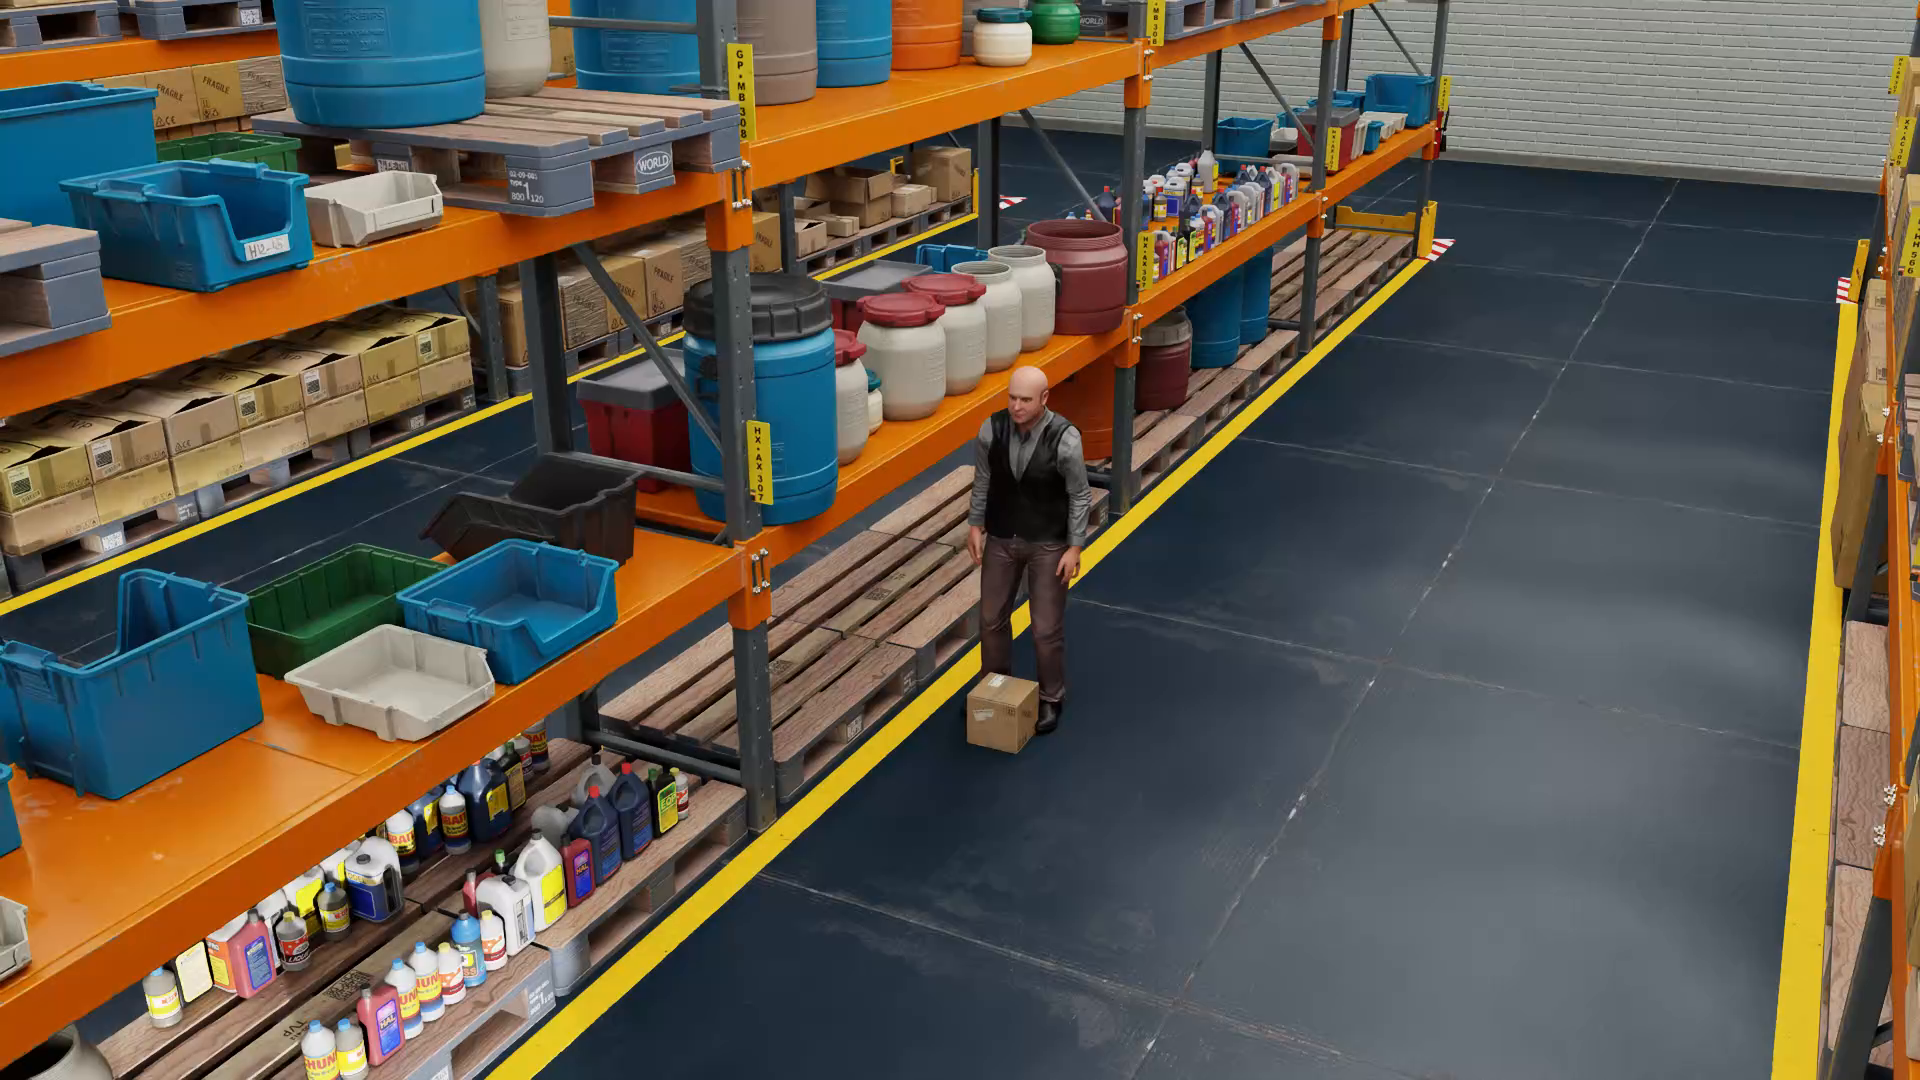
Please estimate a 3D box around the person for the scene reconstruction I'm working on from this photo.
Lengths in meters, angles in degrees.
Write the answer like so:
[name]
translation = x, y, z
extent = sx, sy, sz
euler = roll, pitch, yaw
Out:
[person]
translation = 0.312, 0.015, 7.590
extent = 0.580, 1.720, 0.421
euler = 11, 25, 25
